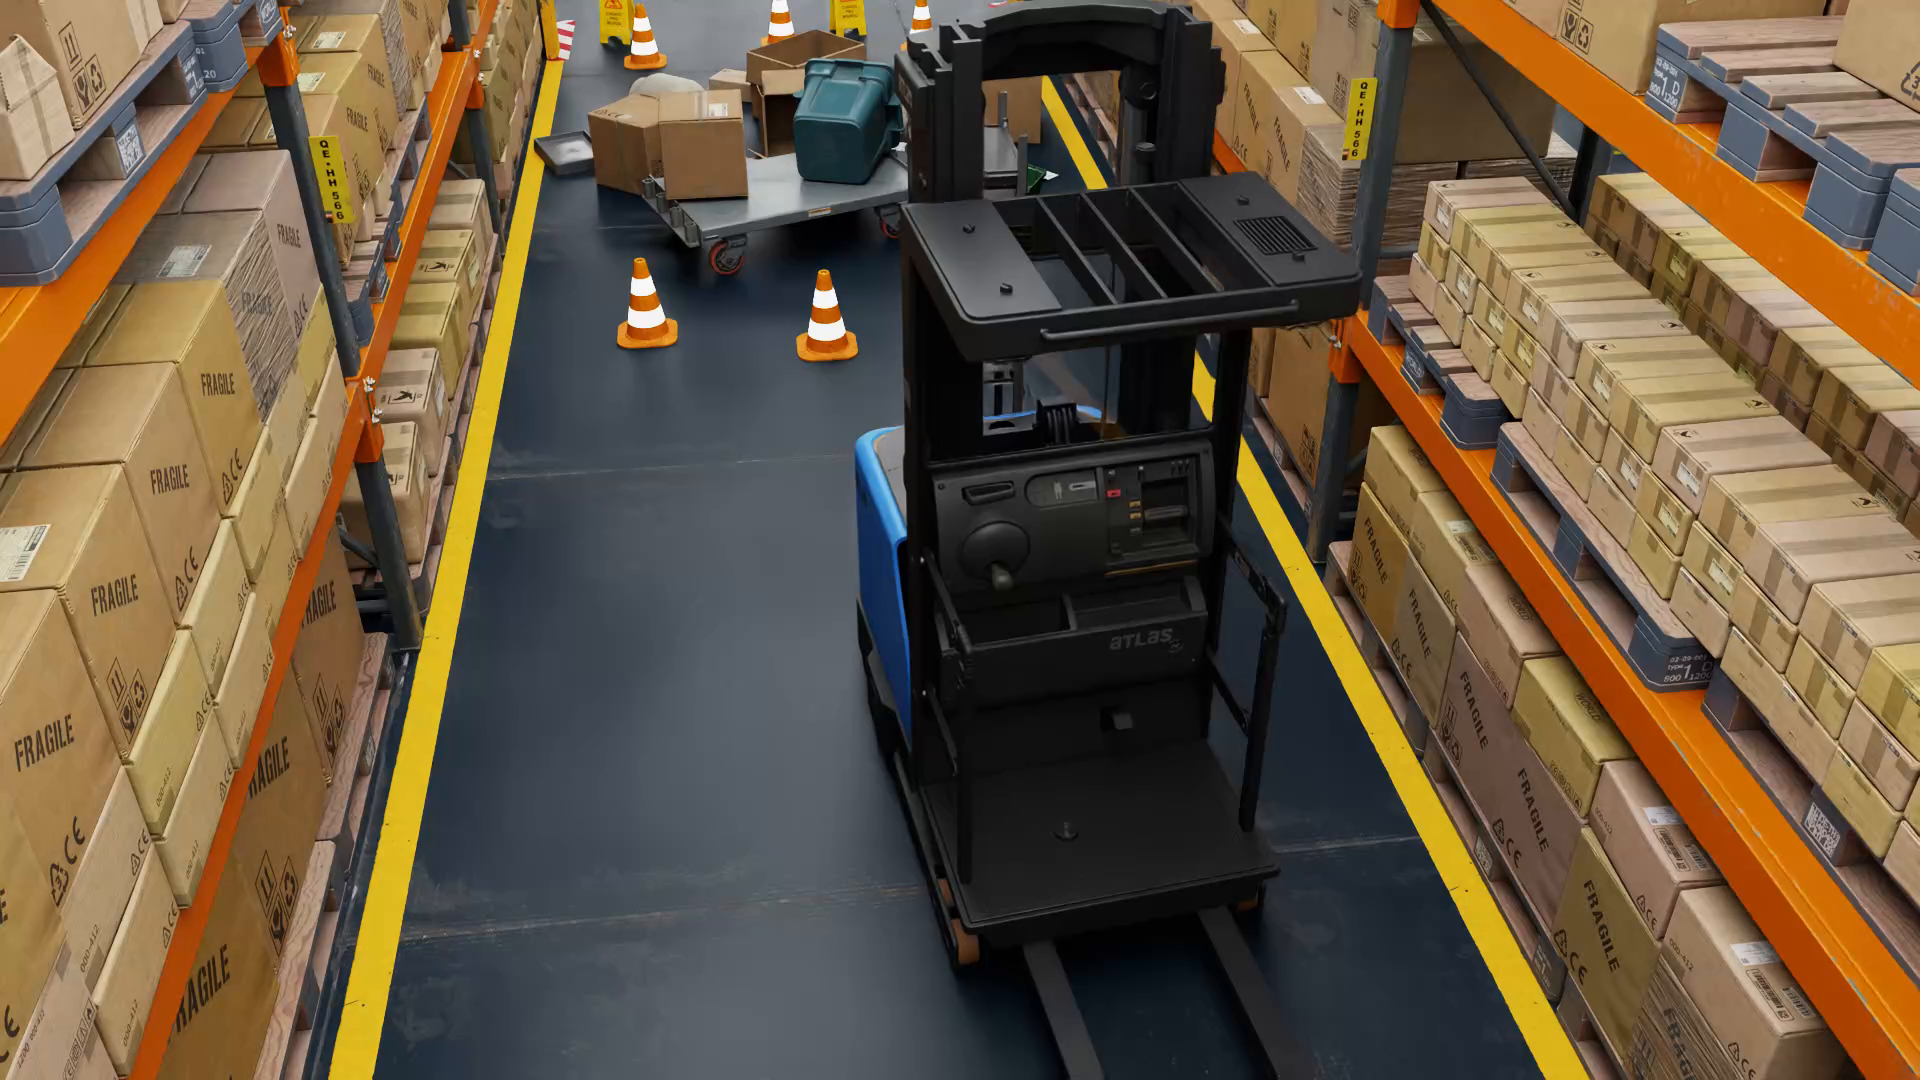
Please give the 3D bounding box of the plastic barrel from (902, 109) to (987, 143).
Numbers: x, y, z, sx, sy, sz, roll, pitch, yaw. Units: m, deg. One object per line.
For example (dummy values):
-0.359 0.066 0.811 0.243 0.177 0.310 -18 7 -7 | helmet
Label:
-0.112 -2.879 11.599 0.512 0.421 0.421 20 39 26 | plastic barrel

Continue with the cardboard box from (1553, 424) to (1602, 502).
2.139 -0.260 5.318 0.380 0.149 0.250 -4 34 -6 | cardboard box

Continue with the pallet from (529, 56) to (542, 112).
-3.785 -3.577 12.811 1.003 0.211 1.213 -4 35 -6 | pallet

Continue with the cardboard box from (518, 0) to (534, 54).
-3.429 -3.857 12.148 0.500 0.500 0.500 -3 34 -5 | cardboard box

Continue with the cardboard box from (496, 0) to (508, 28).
-3.210 -3.472 11.007 0.380 0.149 0.250 -2 34 -4 | cardboard box

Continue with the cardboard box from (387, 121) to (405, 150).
-2.822 -1.934 7.775 0.380 0.149 0.250 -3 34 -5 | cardboard box

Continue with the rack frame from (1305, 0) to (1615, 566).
2.098 -1.195 6.840 1.000 3.000 0.127 -4 35 -6 | rack frame

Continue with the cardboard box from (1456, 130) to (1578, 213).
2.305 -1.507 7.209 0.500 0.500 0.500 -4 34 -6 | cardboard box

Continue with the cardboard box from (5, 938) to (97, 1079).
-2.035 1.057 3.224 0.500 0.250 0.500 -5 35 -8 | cardboard box

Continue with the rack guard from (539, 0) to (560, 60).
-3.859 -4.152 13.399 1.175 0.500 0.348 -4 35 -6 | rack guard

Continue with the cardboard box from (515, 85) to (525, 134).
-3.300 -2.976 11.521 0.500 0.250 0.500 -5 35 -7 | cardboard box

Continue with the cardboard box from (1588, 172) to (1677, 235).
2.618 -1.272 6.274 0.380 0.149 0.250 -6 35 -8 | cardboard box

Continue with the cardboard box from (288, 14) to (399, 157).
-2.780 -1.956 7.231 0.500 0.500 0.500 -4 34 -6 | cardboard box

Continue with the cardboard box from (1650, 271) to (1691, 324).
2.691 -0.851 5.921 0.380 0.149 0.250 -4 34 -5 | cardboard box

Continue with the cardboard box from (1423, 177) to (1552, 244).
1.969 -1.235 6.221 0.380 0.149 0.250 -4 35 -6 | cardboard box

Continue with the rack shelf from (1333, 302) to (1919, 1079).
2.367 0.219 5.405 1.077 0.370 4.000 -4 35 -6 | rack shelf

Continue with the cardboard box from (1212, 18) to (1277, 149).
1.566 -2.310 8.388 0.500 0.500 0.500 -4 34 -6 | cardboard box

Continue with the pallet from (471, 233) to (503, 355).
-3.225 -1.409 9.630 1.003 0.211 1.213 -4 35 -6 | pallet

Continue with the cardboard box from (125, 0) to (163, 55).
-2.261 -1.379 4.193 0.396 0.266 0.258 -5 35 -8 | cardboard box

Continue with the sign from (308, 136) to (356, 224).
-2.244 -1.286 5.945 0.100 0.325 0.005 -4 35 -6 | sign

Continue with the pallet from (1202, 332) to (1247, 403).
1.906 -1.167 9.276 1.003 0.211 1.213 -4 35 -6 | pallet

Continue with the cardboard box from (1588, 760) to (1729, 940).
2.230 0.903 4.943 0.500 0.250 0.500 -3 34 -4 | cardboard box

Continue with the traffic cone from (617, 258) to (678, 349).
-1.777 -1.361 9.337 0.336 0.463 0.334 -4 35 -6 | traffic cone

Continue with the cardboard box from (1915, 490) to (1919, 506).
2.897 -0.114 4.575 0.380 0.149 0.250 -5 35 -7 | cardboard box

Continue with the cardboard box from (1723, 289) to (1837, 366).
2.751 -0.701 5.438 0.380 0.149 0.250 -4 35 -6 | cardboard box

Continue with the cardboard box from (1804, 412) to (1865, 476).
2.827 -0.283 5.087 0.380 0.149 0.250 -5 35 -7 | cardboard box

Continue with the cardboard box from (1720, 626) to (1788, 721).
2.286 0.337 4.442 0.380 0.149 0.250 -6 35 -9 | cardboard box

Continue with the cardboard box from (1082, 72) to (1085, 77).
1.299 -4.090 12.602 0.875 0.875 0.875 -5 35 -7 | cardboard box

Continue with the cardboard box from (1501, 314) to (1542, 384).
2.076 -0.662 5.644 0.380 0.149 0.250 -4 35 -6 | cardboard box

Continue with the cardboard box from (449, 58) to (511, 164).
-3.143 -2.693 10.440 0.500 0.500 0.500 -3 34 -4 | cardboard box

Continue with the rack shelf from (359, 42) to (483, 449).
-3.062 -1.582 8.047 1.077 0.370 4.000 -4 35 -6 | rack shelf

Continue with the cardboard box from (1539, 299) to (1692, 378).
2.109 -0.652 5.365 0.380 0.149 0.250 -3 34 -4 | cardboard box

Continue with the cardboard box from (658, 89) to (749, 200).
-1.571 -2.427 10.195 0.500 0.500 0.500 -4 35 -6 | cardboard box

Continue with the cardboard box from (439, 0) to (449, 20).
-3.042 -3.093 8.899 0.500 0.500 0.500 -5 35 -7 | cardboard box

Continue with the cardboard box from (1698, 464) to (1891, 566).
2.254 -0.066 4.505 0.380 0.149 0.250 -5 35 -8 | cardboard box

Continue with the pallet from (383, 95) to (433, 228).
-3.100 -1.786 7.877 1.003 0.211 1.213 -4 35 -6 | pallet

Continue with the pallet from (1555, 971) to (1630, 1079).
2.530 1.755 4.987 1.003 0.211 1.213 -4 35 -6 | pallet

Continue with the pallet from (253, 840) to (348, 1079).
-2.601 1.514 5.341 1.003 0.211 1.213 -4 35 -6 | pallet

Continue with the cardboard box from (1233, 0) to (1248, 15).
1.772 -3.036 8.565 0.700 0.500 0.500 -4 34 -6 | cardboard box

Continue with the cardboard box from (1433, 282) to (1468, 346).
1.994 -0.850 6.184 0.380 0.149 0.250 -3 34 -4 | cardboard box

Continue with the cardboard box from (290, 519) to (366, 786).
-2.783 0.333 6.112 0.875 0.875 0.875 -5 35 -7 | cardboard box

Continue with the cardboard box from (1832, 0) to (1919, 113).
2.559 -1.290 3.852 0.797 0.503 0.637 -5 35 -7 | cardboard box

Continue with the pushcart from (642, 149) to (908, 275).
-1.079 -2.113 10.515 1.648 0.377 0.936 -16 38 -23 | pushcart

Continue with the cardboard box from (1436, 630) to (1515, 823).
2.085 0.645 5.987 0.500 0.500 0.500 -5 35 -8 | cardboard box

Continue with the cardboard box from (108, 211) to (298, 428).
-2.387 -0.664 5.084 0.500 0.500 0.500 -4 34 -6 | cardboard box

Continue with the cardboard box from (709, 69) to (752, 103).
-1.691 -3.472 12.712 0.380 0.149 0.250 13 36 18 | cardboard box

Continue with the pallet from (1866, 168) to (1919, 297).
2.659 -0.477 3.290 1.213 0.211 1.003 -4 35 -6 | pallet

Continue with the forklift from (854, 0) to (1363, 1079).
0.429 -0.012 5.164 1.130 2.935 3.031 -8 35 -12 | forklift

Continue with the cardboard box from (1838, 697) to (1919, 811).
2.350 0.491 3.952 0.380 0.149 0.250 -4 34 -6 | cardboard box

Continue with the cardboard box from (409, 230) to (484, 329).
-3.158 -1.390 9.086 0.950 0.372 0.625 -2 34 -3 | cardboard box

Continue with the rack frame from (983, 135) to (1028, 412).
0.055 -0.639 6.823 0.400 2.100 0.015 -4 35 -6 | rack frame

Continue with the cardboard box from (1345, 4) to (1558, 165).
2.048 -1.901 6.899 0.700 0.500 0.500 -5 35 -7 | cardboard box

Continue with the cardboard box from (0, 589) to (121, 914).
-2.125 0.465 3.427 0.500 0.500 0.500 -5 35 -7 | cardboard box

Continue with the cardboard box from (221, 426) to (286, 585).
-2.315 -0.087 4.903 0.500 0.250 0.500 -5 35 -8 | cardboard box

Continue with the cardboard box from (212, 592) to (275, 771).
-2.235 0.410 4.619 0.500 0.250 0.500 -5 35 -7 | cardboard box

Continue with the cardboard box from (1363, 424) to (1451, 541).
1.951 -0.242 6.623 0.500 0.250 0.500 -6 35 -9 | cardboard box

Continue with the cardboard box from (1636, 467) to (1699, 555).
2.206 -0.098 4.816 0.380 0.149 0.250 -4 35 -6 | cardboard box

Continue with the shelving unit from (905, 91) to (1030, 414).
0.022 -0.775 7.023 0.431 2.100 0.503 -4 35 -6 | shelving unit

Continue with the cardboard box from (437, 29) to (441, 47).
-2.970 -2.651 8.826 0.380 0.149 0.250 -5 35 -8 | cardboard box
